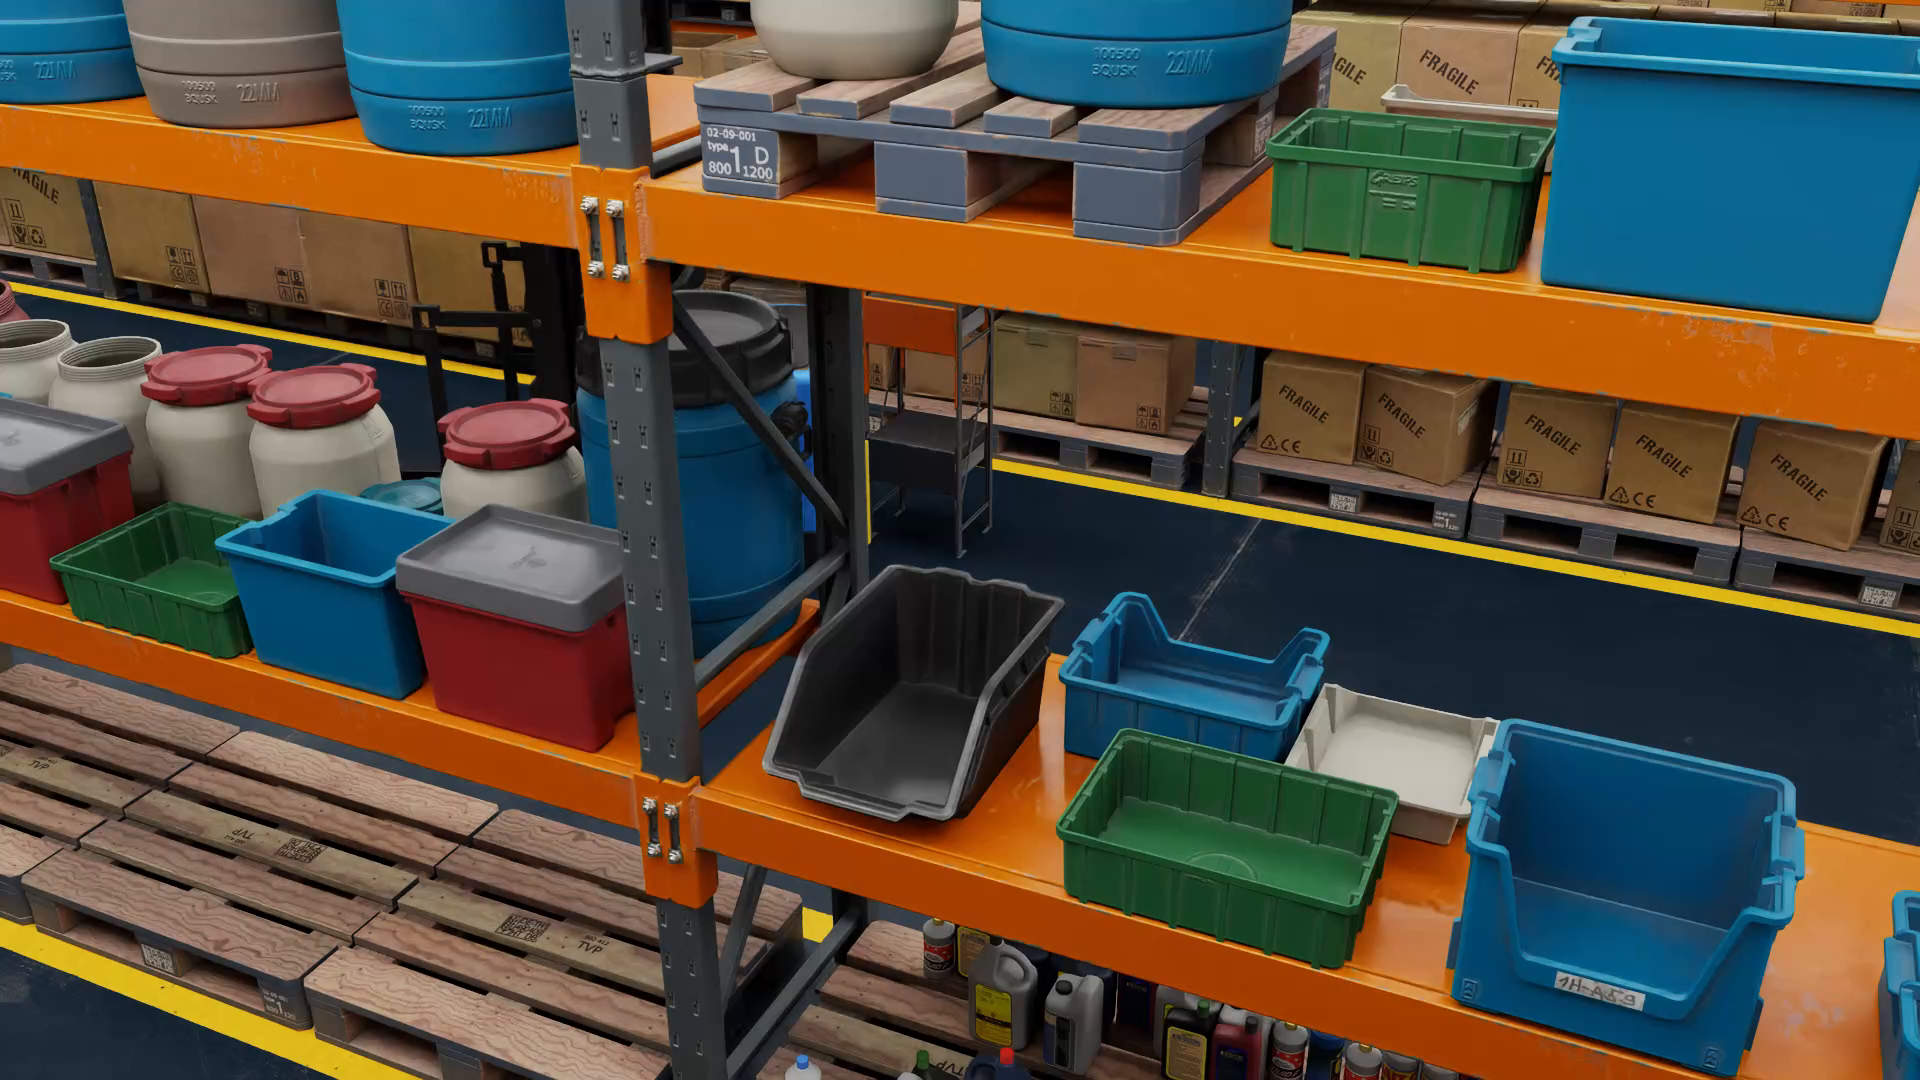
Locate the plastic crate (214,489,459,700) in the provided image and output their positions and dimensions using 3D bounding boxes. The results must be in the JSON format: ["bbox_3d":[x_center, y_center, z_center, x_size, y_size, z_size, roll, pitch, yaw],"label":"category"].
[{"bbox_3d":[-1.656,0.154,4.560,0.575,0.384,0.392,11,28,22],"label":"plastic crate"}]

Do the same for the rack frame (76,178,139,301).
[{"bbox_3d":[-5.755,-3.231,11.416,0.127,3.000,1.000,11,28,22],"label":"rack frame"}]

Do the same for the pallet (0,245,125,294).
[{"bbox_3d":[-6.415,-2.150,12.379,1.213,0.211,1.003,11,28,22],"label":"pallet"}]

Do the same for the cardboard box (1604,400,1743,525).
[{"bbox_3d":[3.487,-0.442,8.107,0.500,0.500,0.500,14,30,27],"label":"cardboard box"}]

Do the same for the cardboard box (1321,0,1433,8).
[{"bbox_3d":[2.051,-2.423,8.195,0.500,0.500,0.500,11,28,22],"label":"cardboard box"}]

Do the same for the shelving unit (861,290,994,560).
[{"bbox_3d":[-0.151,-0.972,7.848,0.503,2.100,0.431,11,28,22],"label":"shelving unit"}]

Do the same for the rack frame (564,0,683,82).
[{"bbox_3d":[-0.523,-2.468,3.075,0.127,3.000,1.000,11,28,22],"label":"rack frame"}]

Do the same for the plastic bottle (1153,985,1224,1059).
[{"bbox_3d":[0.651,1.310,4.693,0.185,0.351,0.144,11,28,21],"label":"plastic bottle"}]

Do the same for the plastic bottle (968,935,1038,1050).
[{"bbox_3d":[0.123,1.274,4.767,0.185,0.351,0.144,11,28,22],"label":"plastic bottle"}]

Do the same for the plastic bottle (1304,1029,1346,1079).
[{"bbox_3d":[1.009,1.407,4.588,0.097,0.271,0.097,0,26,0],"label":"plastic bottle"}]

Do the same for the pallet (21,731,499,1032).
[{"bbox_3d":[-2.368,1.124,5.728,1.213,0.211,1.003,11,28,22],"label":"pallet"}]

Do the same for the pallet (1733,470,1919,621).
[{"bbox_3d":[4.375,0.038,7.935,1.213,0.211,1.003,11,28,22],"label":"pallet"}]

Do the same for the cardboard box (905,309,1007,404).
[{"bbox_3d":[0.042,-1.162,9.546,0.500,0.500,0.700,9,28,17],"label":"cardboard box"}]

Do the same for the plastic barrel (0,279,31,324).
[{"bbox_3d":[-3.616,-0.606,5.931,0.708,0.536,0.600,11,28,22],"label":"plastic barrel"}]

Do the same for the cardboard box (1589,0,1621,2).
[{"bbox_3d":[4.543,-4.161,11.913,0.550,0.550,0.875,11,28,22],"label":"cardboard box"}]

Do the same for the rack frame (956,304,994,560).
[{"bbox_3d":[0.071,-0.928,7.757,0.015,2.100,0.400,11,28,22],"label":"rack frame"}]

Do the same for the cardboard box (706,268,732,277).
[{"bbox_3d":[-1.492,-1.801,9.996,0.500,0.250,0.500,13,29,24],"label":"cardboard box"}]

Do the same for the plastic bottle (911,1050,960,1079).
[{"bbox_3d":[-0.065,1.484,4.416,0.133,0.283,0.061,11,28,22],"label":"plastic bottle"}]

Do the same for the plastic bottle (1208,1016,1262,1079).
[{"bbox_3d":[0.754,1.415,4.558,0.133,0.283,0.061,11,28,22],"label":"plastic bottle"}]

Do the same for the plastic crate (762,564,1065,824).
[{"bbox_3d":[-0.099,0.398,4.116,0.504,0.338,0.767,11,28,22],"label":"plastic crate"}]

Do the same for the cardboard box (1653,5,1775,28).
[{"bbox_3d":[3.415,-2.148,7.635,0.500,0.500,0.500,11,28,22],"label":"cardboard box"}]

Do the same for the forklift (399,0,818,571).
[{"bbox_3d":[-2.040,-1.329,7.631,3.031,2.935,1.130,1,26,3],"label":"forklift"}]

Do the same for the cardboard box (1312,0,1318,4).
[{"bbox_3d":[2.627,-3.869,12.600,0.500,0.500,0.500,11,28,21],"label":"cardboard box"}]

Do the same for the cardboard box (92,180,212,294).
[{"bbox_3d":[-5.164,-2.357,11.572,0.875,0.875,1.225,11,28,22],"label":"cardboard box"}]

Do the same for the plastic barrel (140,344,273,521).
[{"bbox_3d":[-2.365,-0.314,5.338,0.433,0.535,0.433,0,26,0],"label":"plastic barrel"}]

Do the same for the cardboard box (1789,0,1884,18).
[{"bbox_3d":[6.000,-3.868,11.319,0.550,0.550,0.875,11,28,22],"label":"cardboard box"}]

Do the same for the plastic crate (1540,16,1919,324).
[{"bbox_3d":[1.258,-0.611,2.718,0.575,0.384,0.392,11,28,22],"label":"plastic crate"}]

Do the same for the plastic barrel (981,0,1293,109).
[{"bbox_3d":[0.339,-1.311,3.077,0.708,0.901,0.600,11,28,22],"label":"plastic barrel"}]

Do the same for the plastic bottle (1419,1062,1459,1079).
[{"bbox_3d":[1.285,1.462,4.476,0.097,0.271,0.097,0,26,0],"label":"plastic bottle"}]

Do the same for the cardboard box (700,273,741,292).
[{"bbox_3d":[-1.496,-1.461,10.153,0.500,0.500,0.700,10,28,19],"label":"cardboard box"}]

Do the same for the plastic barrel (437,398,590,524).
[{"bbox_3d":[-1.303,-0.101,4.905,0.433,0.535,0.433,0,26,0],"label":"plastic barrel"}]

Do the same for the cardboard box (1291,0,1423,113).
[{"bbox_3d":[1.832,-2.211,7.762,0.500,0.500,0.500,11,28,22],"label":"cardboard box"}]

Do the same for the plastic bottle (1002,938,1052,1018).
[{"bbox_3d":[0.183,1.216,4.885,0.185,0.351,0.144,11,28,20],"label":"plastic bottle"}]

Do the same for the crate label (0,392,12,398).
[{"bbox_3d":[-3.372,-0.234,5.288,0.616,0.435,0.502,11,28,22],"label":"crate label"}]

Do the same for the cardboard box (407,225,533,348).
[{"bbox_3d":[-2.733,-1.869,10.581,0.875,0.875,1.225,10,28,19],"label":"cardboard box"}]

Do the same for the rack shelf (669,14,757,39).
[{"bbox_3d":[-1.789,-4.518,14.846,4.000,0.370,1.077,11,28,22],"label":"rack shelf"}]

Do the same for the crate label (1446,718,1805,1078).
[{"bbox_3d":[1.331,0.711,3.370,0.616,0.435,0.502,11,28,22],"label":"crate label"}]

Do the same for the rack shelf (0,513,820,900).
[{"bbox_3d":[-2.343,0.180,5.302,4.000,0.370,1.077,11,28,22],"label":"rack shelf"}]

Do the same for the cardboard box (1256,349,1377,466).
[{"bbox_3d":[1.875,-0.746,8.724,0.500,0.500,0.500,10,28,20],"label":"cardboard box"}]

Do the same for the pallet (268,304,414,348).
[{"bbox_3d":[-3.907,-1.647,11.356,1.213,0.211,1.003,11,28,22],"label":"pallet"}]

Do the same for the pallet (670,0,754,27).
[{"bbox_3d":[-1.788,-4.735,14.688,1.213,0.211,1.003,11,28,22],"label":"pallet"}]

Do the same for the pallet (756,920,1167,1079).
[{"bbox_3d":[0.071,1.614,4.733,1.213,0.211,1.003,11,28,22],"label":"pallet"}]

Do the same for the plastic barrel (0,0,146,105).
[{"bbox_3d":[-2.266,-1.592,4.125,0.708,0.901,0.600,11,28,22],"label":"plastic barrel"}]
